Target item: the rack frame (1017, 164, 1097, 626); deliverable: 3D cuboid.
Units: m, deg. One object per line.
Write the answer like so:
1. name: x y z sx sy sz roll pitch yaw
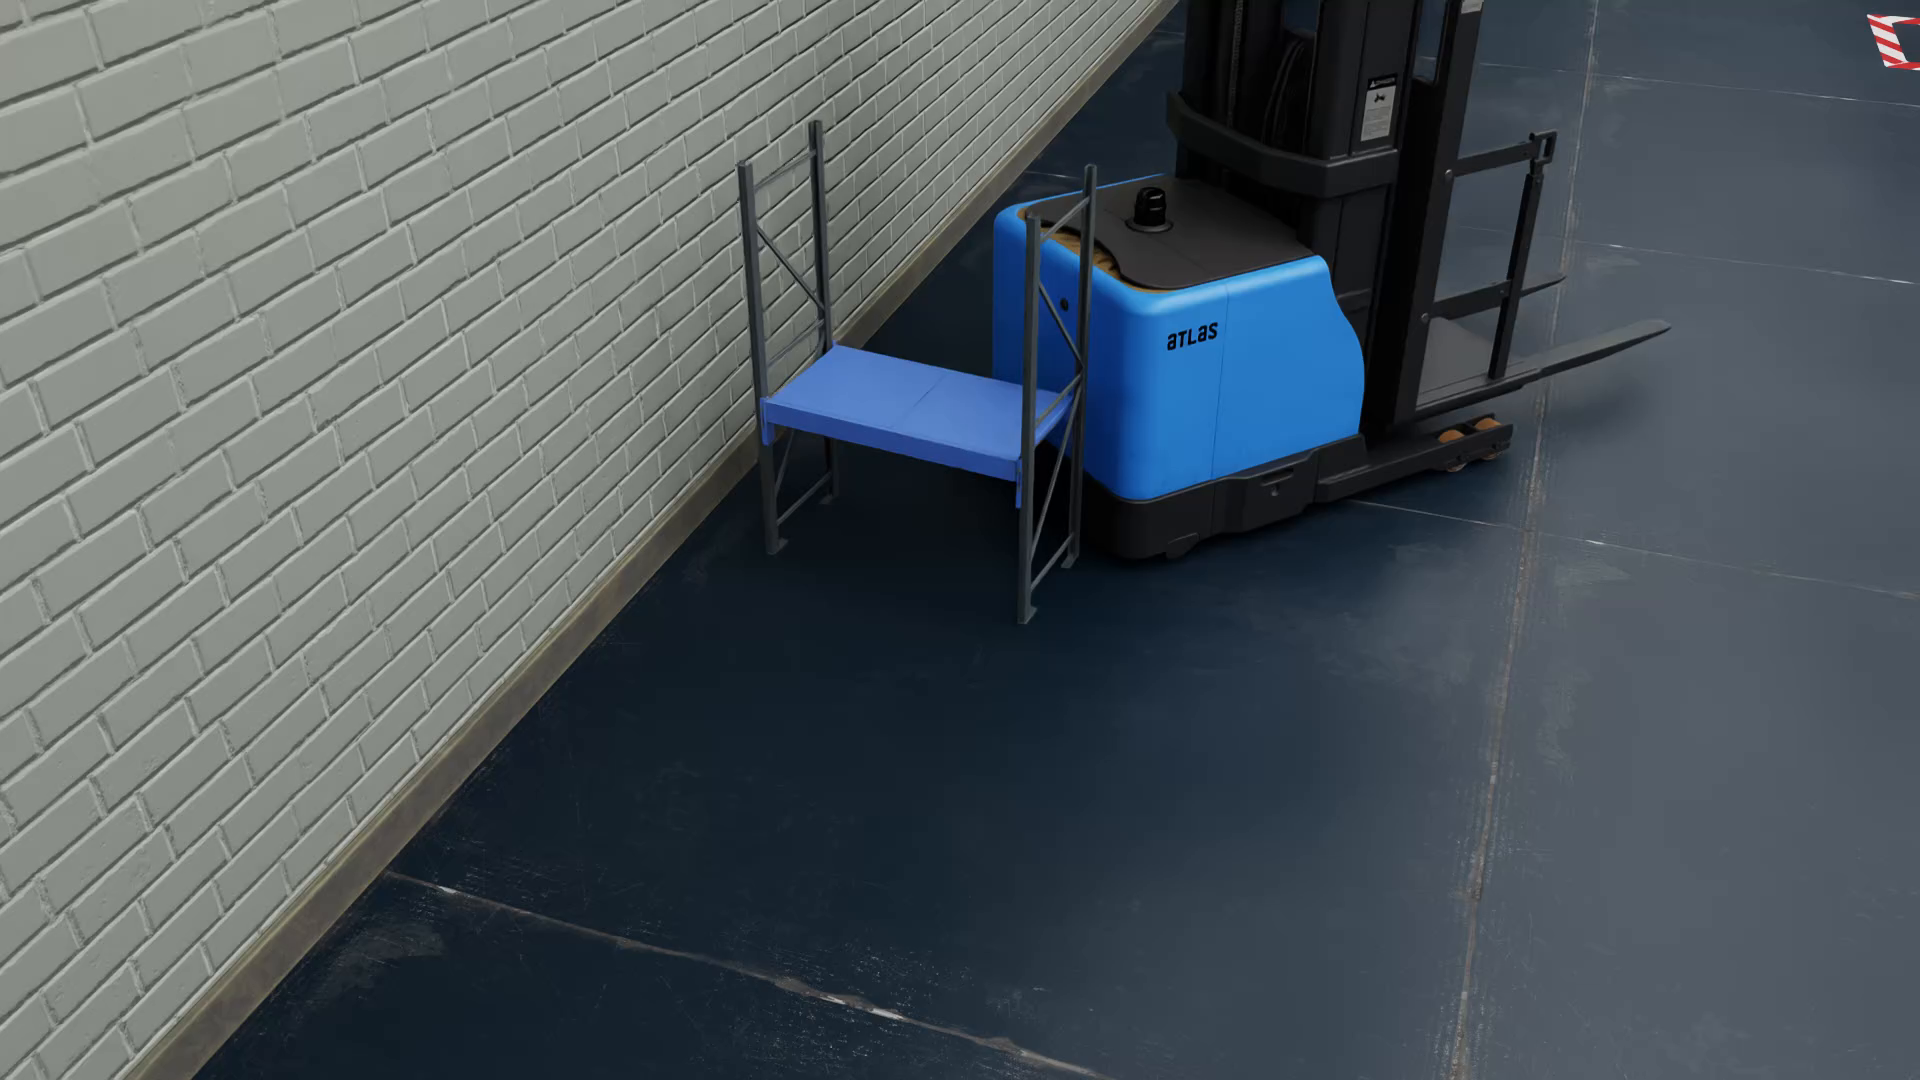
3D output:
1. rack frame: 0.320 -0.456 5.574 0.032 1.500 0.500 15 36 21

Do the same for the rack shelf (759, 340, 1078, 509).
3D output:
1. rack shelf: -0.138 -0.424 5.856 1.000 0.185 0.538 15 36 21

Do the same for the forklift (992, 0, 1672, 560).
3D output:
1. forklift: 1.647 -1.735 6.235 3.031 2.935 1.130 -17 37 -25

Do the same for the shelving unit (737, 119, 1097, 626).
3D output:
1. shelving unit: -0.138 -0.576 5.759 1.048 1.500 0.538 15 36 21

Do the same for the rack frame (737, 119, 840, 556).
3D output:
1. rack frame: -0.596 -0.695 5.944 0.032 1.500 0.500 15 36 21
